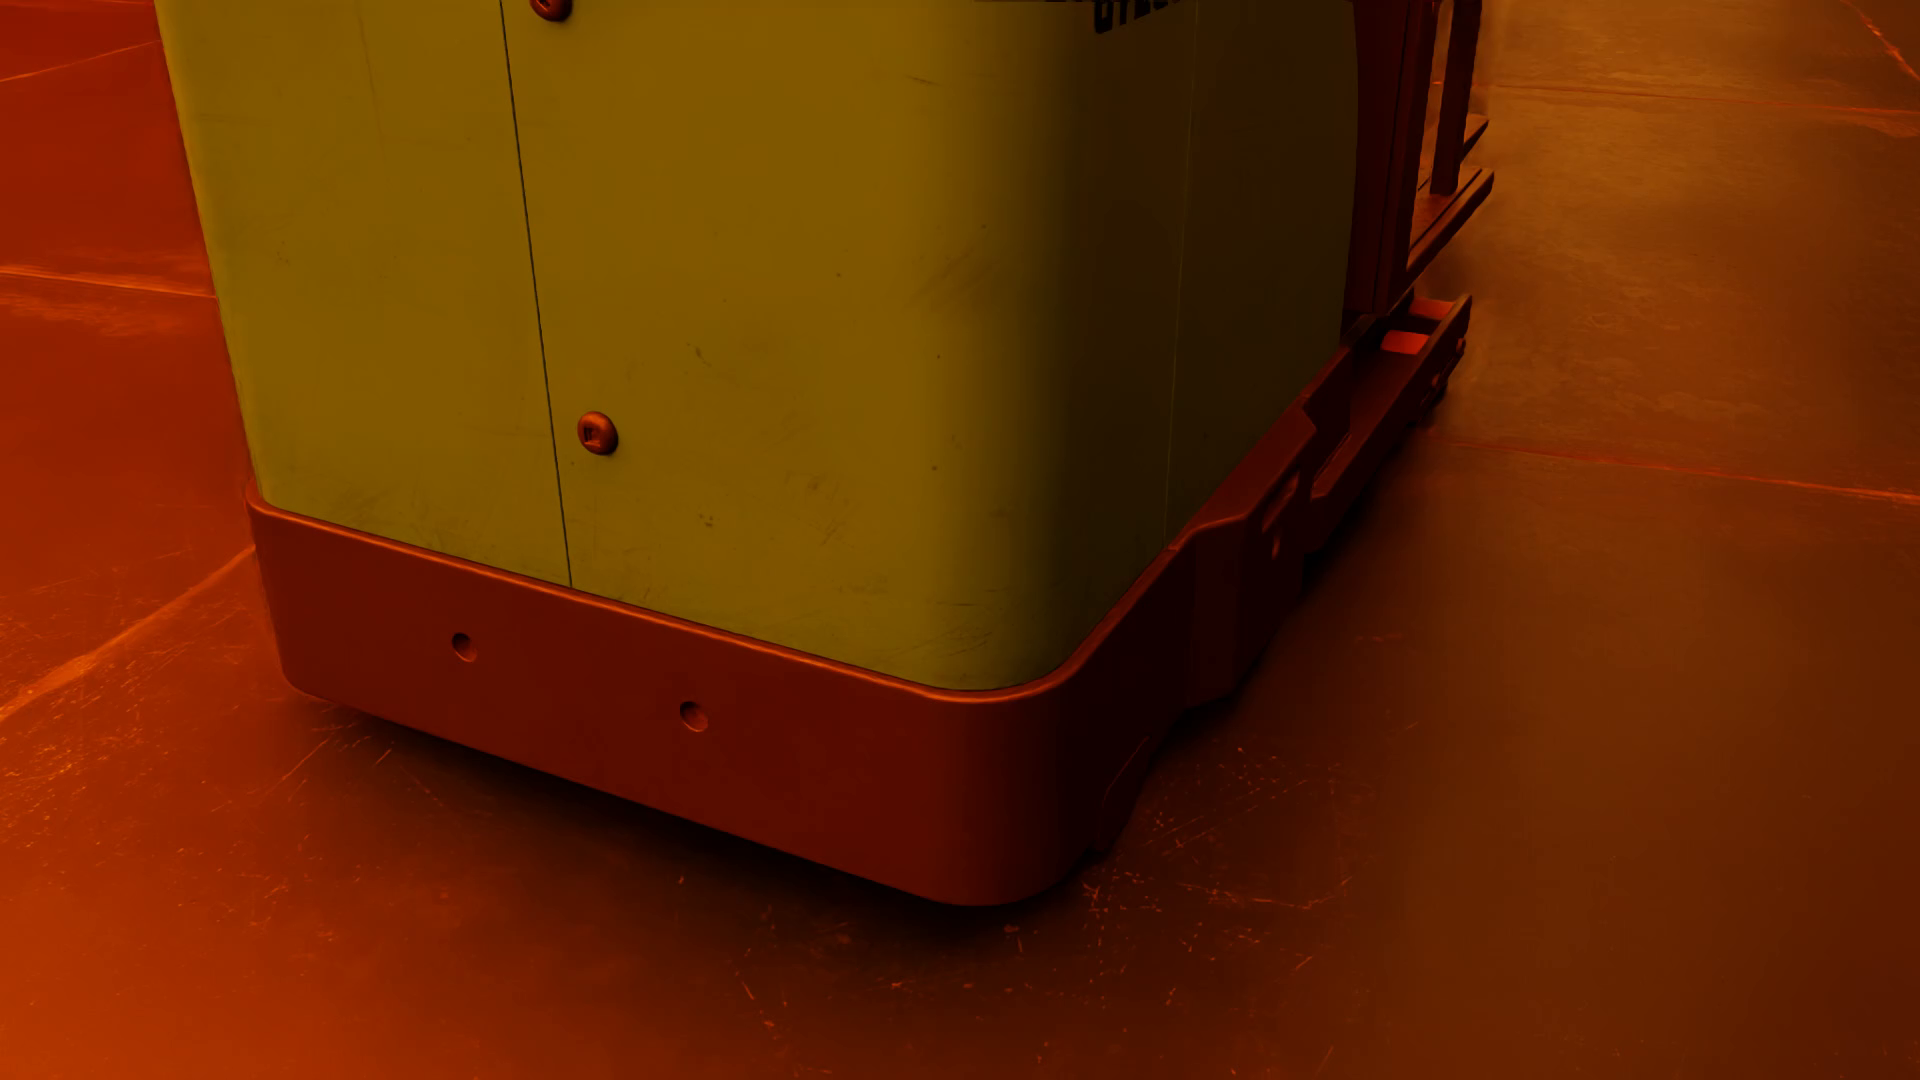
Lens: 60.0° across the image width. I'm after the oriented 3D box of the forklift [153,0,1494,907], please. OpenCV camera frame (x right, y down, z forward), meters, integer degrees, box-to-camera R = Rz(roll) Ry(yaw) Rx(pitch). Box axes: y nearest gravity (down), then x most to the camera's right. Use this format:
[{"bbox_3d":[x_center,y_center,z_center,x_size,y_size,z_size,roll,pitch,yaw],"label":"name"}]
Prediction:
[{"bbox_3d":[0.282,-1.585,2.382,1.130,2.935,3.031,13,30,24],"label":"forklift"}]
